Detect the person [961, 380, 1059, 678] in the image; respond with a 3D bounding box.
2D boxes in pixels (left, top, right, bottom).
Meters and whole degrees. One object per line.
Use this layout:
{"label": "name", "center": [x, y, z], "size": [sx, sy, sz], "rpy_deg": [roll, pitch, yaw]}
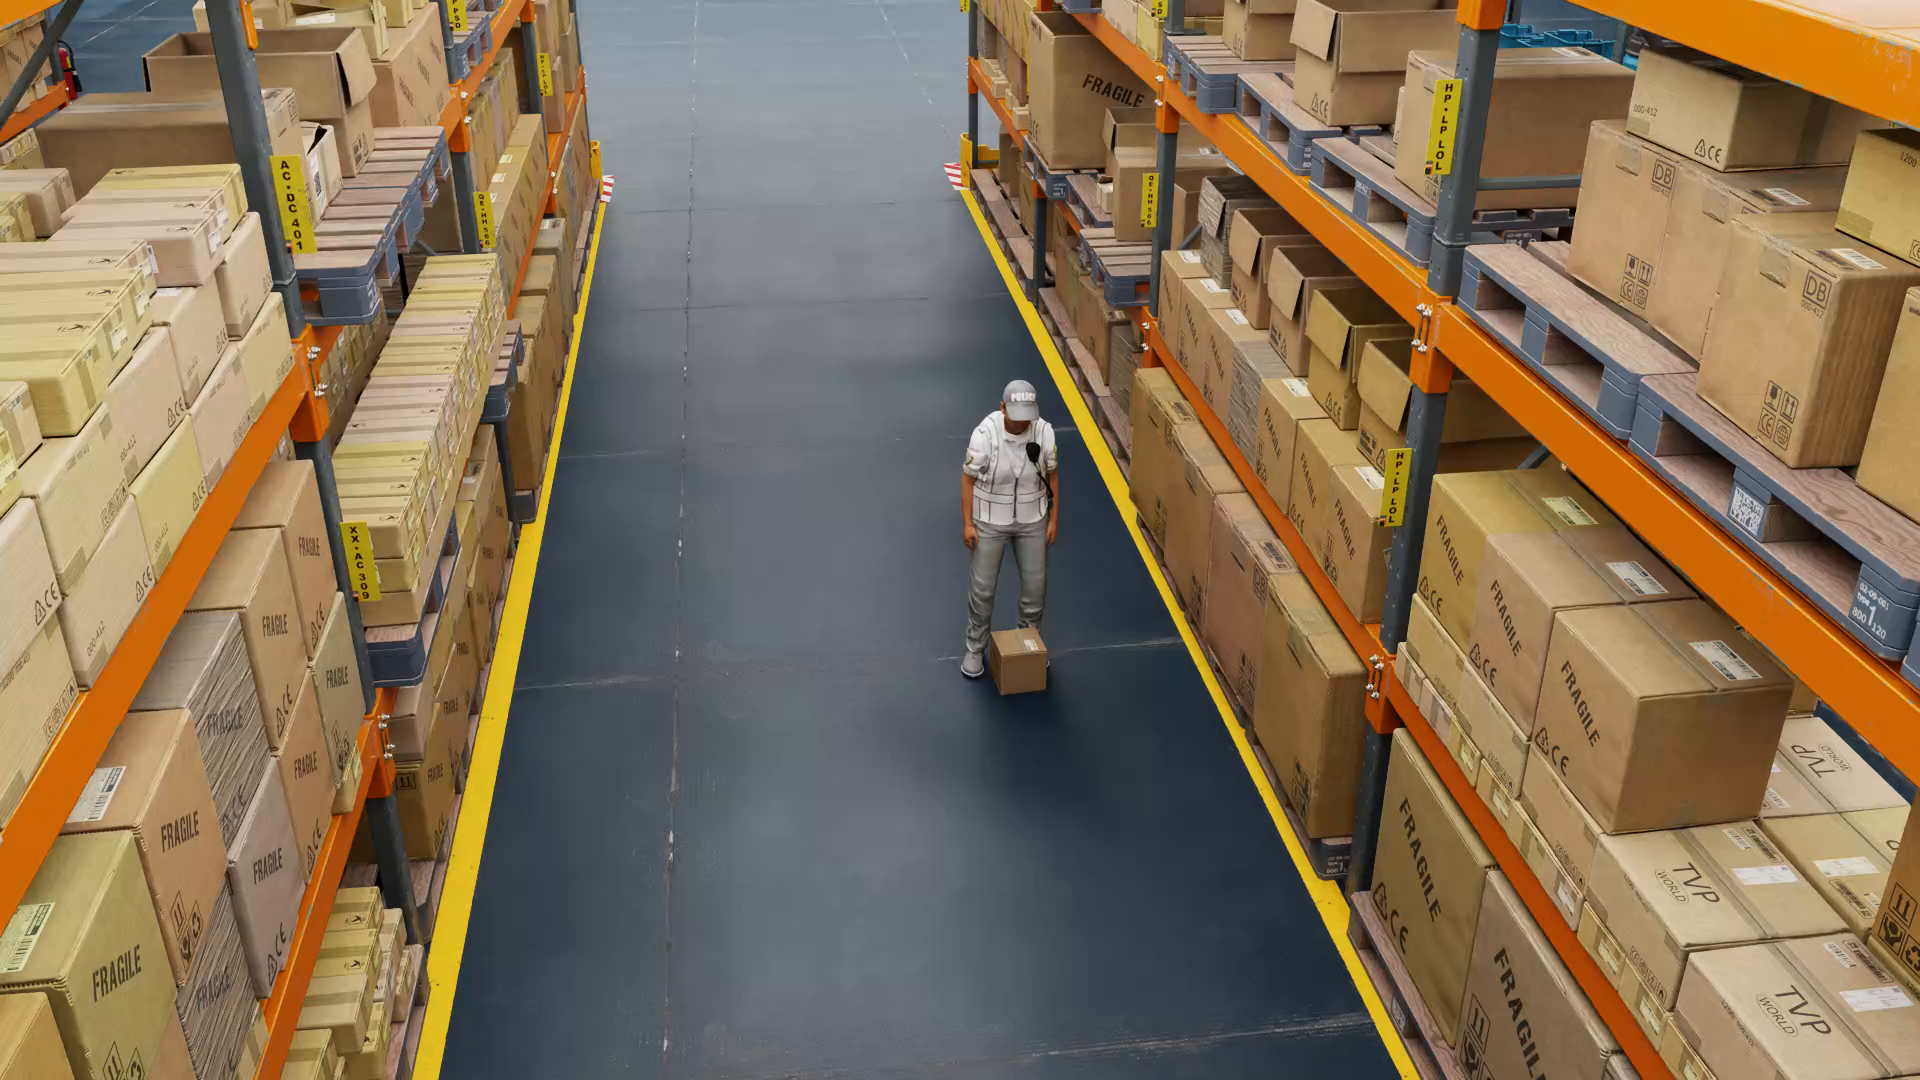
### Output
{"label": "person", "center": [0.261, -0.080, 8.767], "size": [0.540, 1.665, 0.467], "rpy_deg": [-4, 28, -8]}
